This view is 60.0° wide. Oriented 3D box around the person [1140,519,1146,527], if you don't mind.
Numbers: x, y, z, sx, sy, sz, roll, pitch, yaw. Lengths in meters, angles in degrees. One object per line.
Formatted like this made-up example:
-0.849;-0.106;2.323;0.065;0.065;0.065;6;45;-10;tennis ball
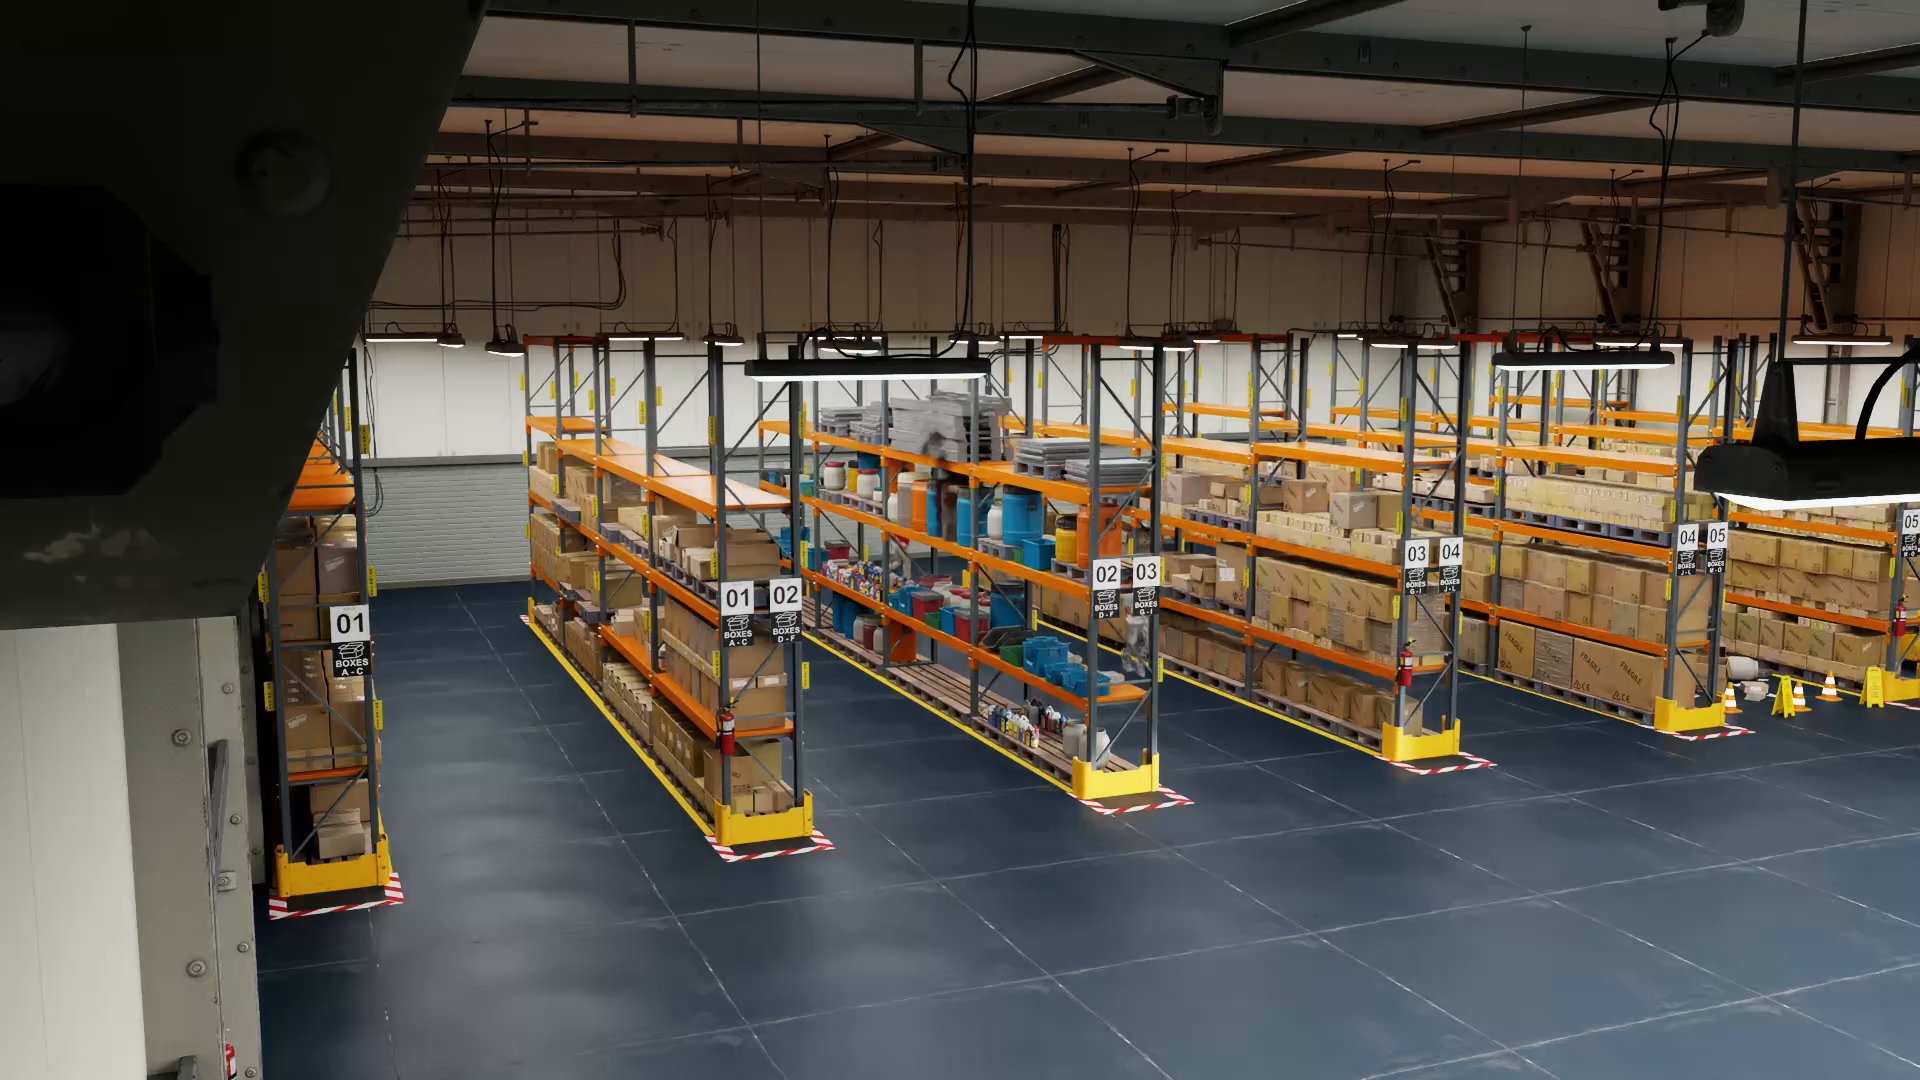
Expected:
4.401;0.106;41.135;0.493;1.569;0.570;-5;9;-31;person

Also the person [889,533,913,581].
-1.435;0.207;39.583;0.861;1.738;0.650;0;8;1;person

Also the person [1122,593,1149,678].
3.076;1.458;28.330;0.662;1.835;0.782;-4;9;-30;person
